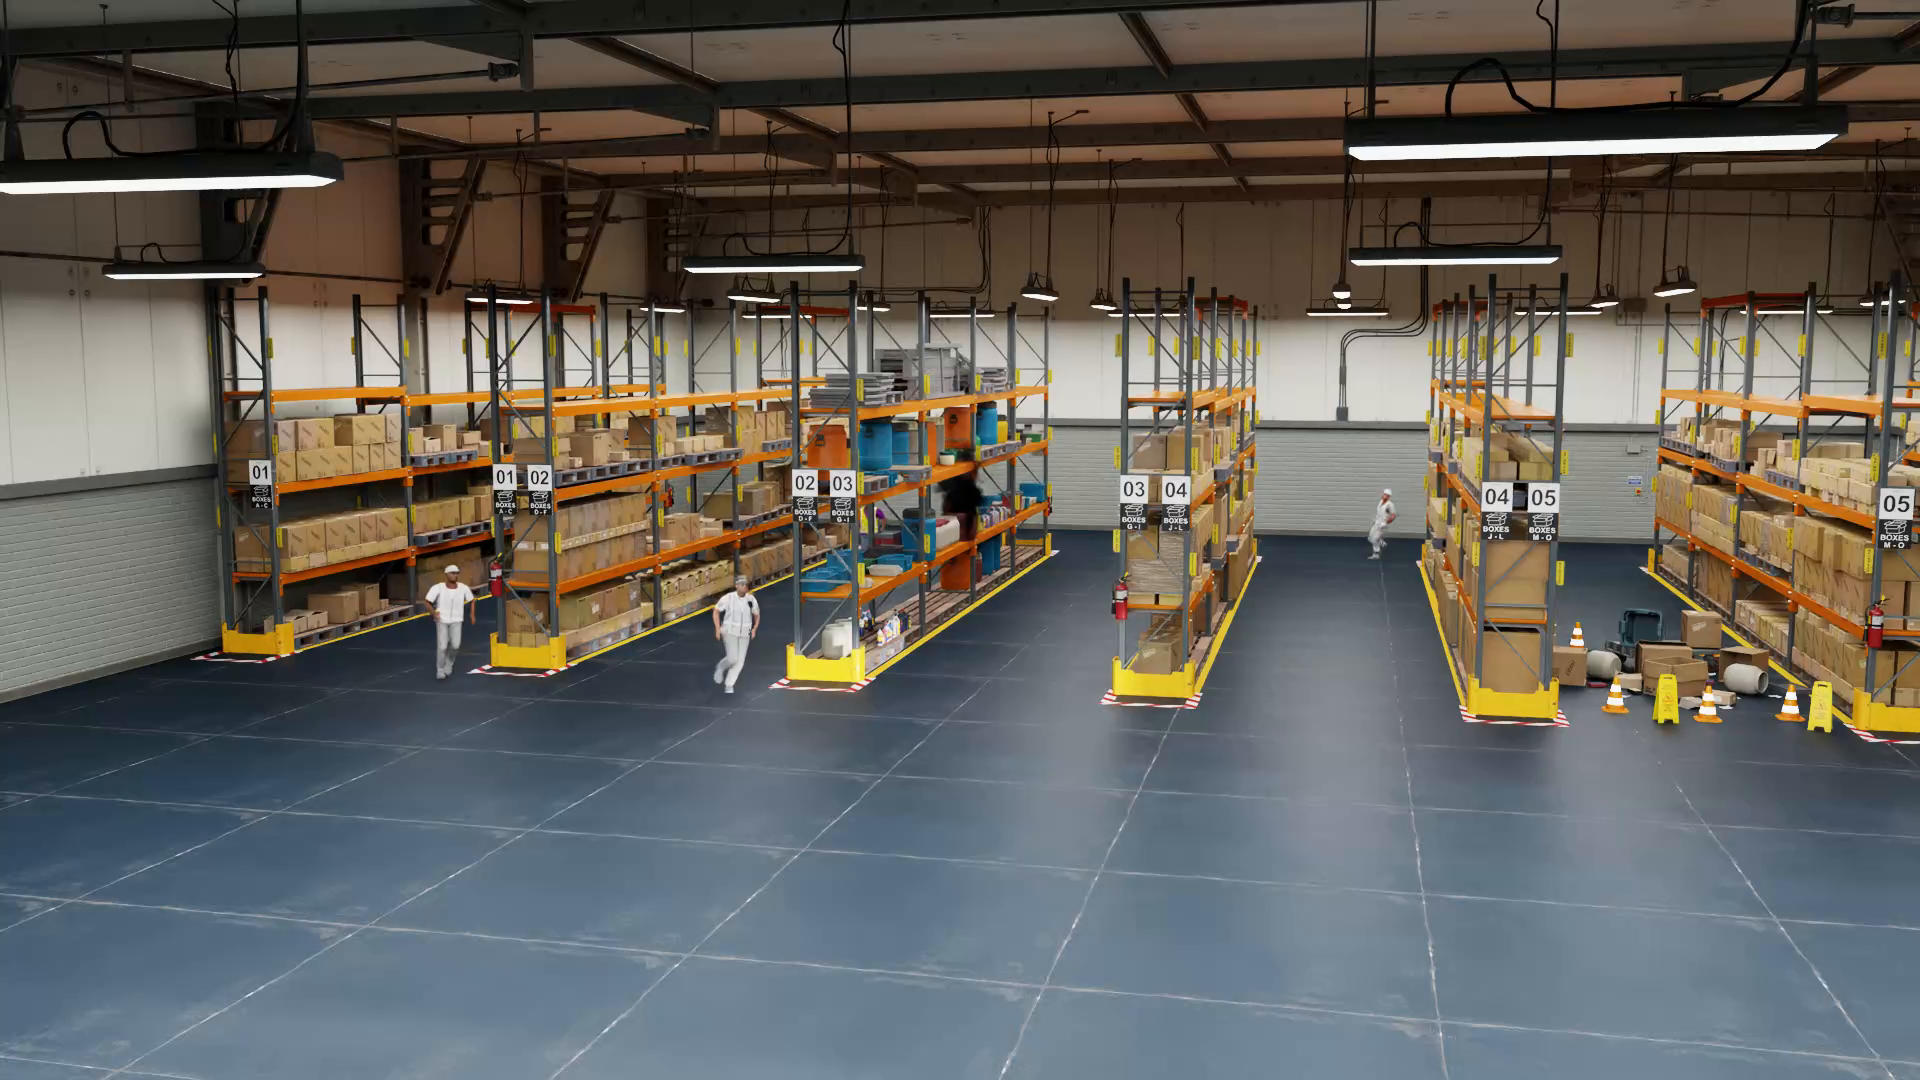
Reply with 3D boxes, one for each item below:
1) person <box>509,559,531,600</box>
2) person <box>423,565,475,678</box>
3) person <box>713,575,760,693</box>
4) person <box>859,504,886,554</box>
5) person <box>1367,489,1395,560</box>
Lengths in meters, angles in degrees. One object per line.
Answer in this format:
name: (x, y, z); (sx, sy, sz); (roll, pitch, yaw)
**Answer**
person: (-7.716, 0.872, 29.349); (0.538, 1.557, 0.549); (1, 7, 5)
person: (-7.749, 1.242, 25.334); (0.781, 1.715, 0.519); (-3, 7, -26)
person: (-3.239, 1.359, 24.388); (0.699, 1.707, 0.550); (-3, 7, -26)
person: (-2.059, -0.142, 37.325); (0.719, 1.719, 0.590); (1, 7, 8)
person: (9.982, -0.356, 39.272); (0.555, 1.708, 0.711); (-3, 7, -22)
